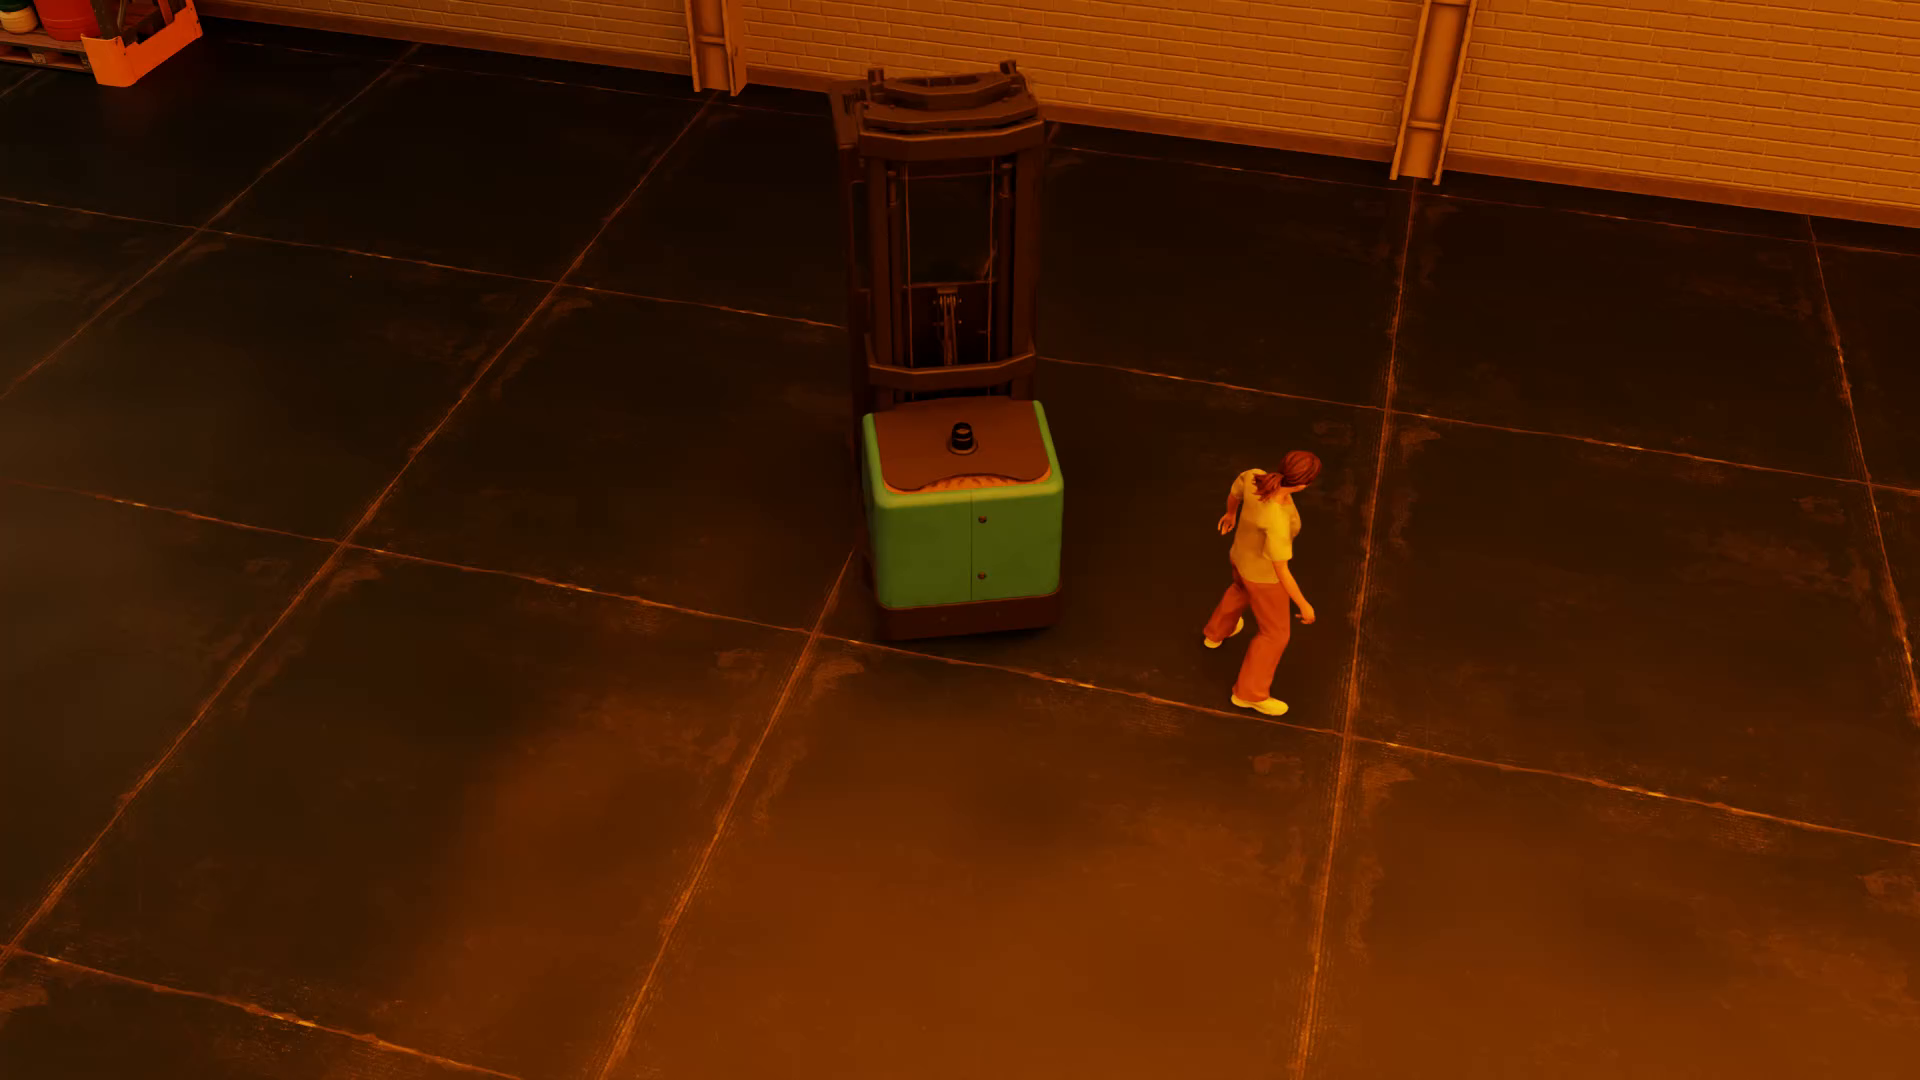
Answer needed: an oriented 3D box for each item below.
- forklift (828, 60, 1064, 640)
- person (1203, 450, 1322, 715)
[{"bbox_3d":[-0.135,-1.510,9.584,1.130,2.935,3.031,-5,41,-6],"label":"forklift"},{"bbox_3d":[1.583,0.135,8.698,0.346,1.637,0.831,-9,42,-10],"label":"person"}]
